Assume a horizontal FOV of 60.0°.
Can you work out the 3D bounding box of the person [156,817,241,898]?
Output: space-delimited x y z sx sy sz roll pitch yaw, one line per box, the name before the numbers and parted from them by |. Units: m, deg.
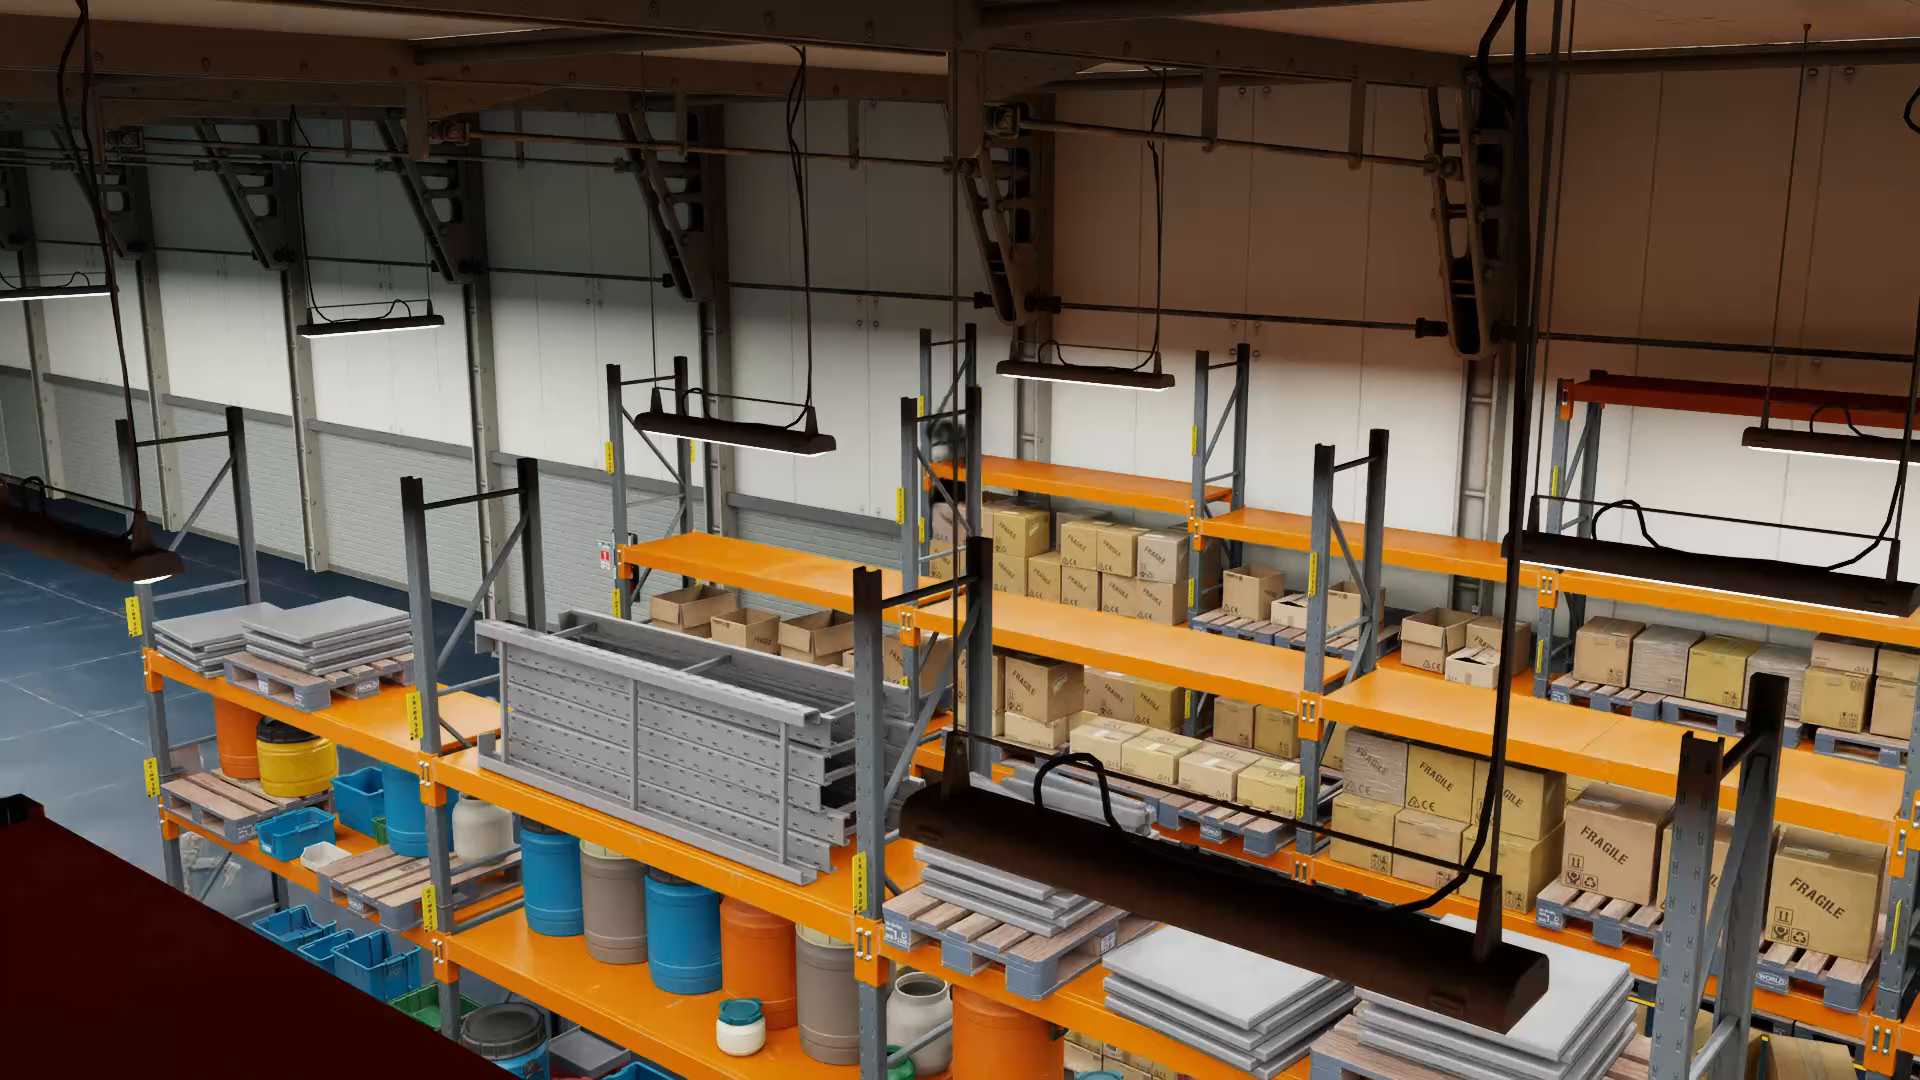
person | -8.329 3.198 18.133 0.856 1.766 0.682 -8 15 -33
